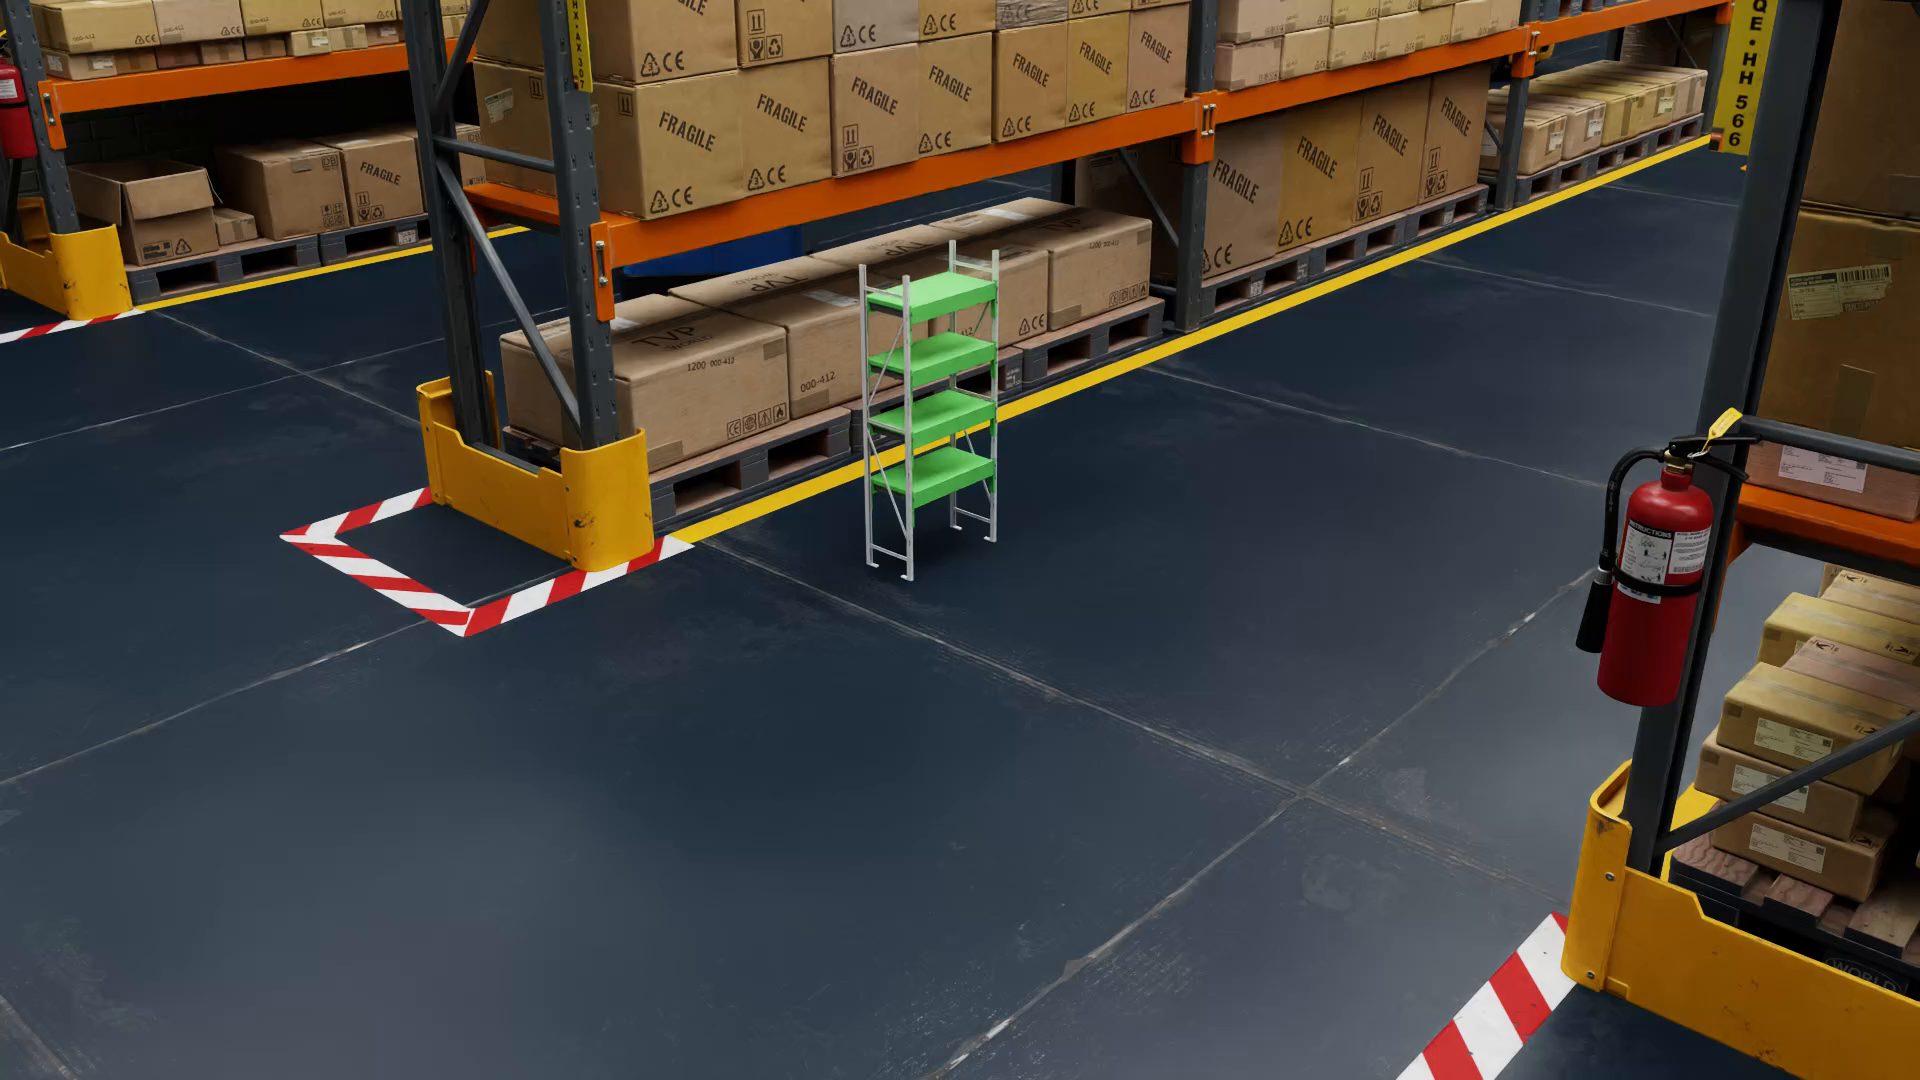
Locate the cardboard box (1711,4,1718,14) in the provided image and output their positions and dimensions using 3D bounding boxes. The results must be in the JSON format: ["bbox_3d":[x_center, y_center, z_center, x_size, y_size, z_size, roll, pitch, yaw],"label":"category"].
[{"bbox_3d":[6.999,-4.809,14.948,0.380,0.149,0.250,21,31,38],"label":"cardboard box"}]

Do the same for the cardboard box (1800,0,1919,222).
[{"bbox_3d":[2.141,-0.974,3.549,0.500,0.500,0.500,19,31,36],"label":"cardboard box"}]

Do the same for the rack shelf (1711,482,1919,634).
[{"bbox_3d":[3.356,-0.410,4.878,1.077,0.370,4.000,20,31,38],"label":"rack shelf"}]

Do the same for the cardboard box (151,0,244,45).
[{"bbox_3d":[-4.592,-3.090,9.795,0.500,0.250,0.500,21,31,38],"label":"cardboard box"}]

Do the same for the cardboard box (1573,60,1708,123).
[{"bbox_3d":[5.928,-3.938,14.566,0.950,0.372,0.625,21,31,38],"label":"cardboard box"}]

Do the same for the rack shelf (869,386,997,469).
[{"bbox_3d":[-0.110,-0.439,6.418,0.258,0.148,0.480,20,31,38],"label":"rack shelf"}]

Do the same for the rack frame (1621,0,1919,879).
[{"bbox_3d":[2.021,-0.129,3.372,1.000,3.000,0.127,20,31,38],"label":"rack frame"}]

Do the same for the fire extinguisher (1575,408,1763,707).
[{"bbox_3d":[1.509,0.027,3.574,0.296,0.674,0.183,20,31,38],"label":"fire extinguisher"}]

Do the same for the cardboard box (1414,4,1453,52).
[{"bbox_3d":[2.785,-3.285,10.594,0.500,0.250,0.500,20,31,37],"label":"cardboard box"}]

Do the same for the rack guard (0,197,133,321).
[{"bbox_3d":[-5.381,-1.687,9.901,1.175,0.500,0.348,20,31,38],"label":"rack guard"}]

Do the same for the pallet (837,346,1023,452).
[{"bbox_3d":[-0.443,-0.813,8.305,1.003,0.211,1.213,20,31,38],"label":"pallet"}]

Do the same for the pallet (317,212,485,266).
[{"bbox_3d":[-4.035,-2.168,11.328,1.003,0.211,1.213,20,31,38],"label":"pallet"}]

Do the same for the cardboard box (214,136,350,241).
[{"bbox_3d":[-4.353,-2.266,10.679,0.700,0.500,0.500,22,32,40],"label":"cardboard box"}]

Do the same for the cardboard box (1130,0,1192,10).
[{"bbox_3d":[0.828,-2.952,8.322,0.500,0.500,0.500,20,31,37],"label":"cardboard box"}]

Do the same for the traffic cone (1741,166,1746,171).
[{"bbox_3d":[6.491,-3.189,13.296,0.336,0.463,0.334,20,31,38],"label":"traffic cone"}]

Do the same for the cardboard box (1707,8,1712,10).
[{"bbox_3d":[7.220,-4.658,15.403,0.500,0.500,0.500,22,32,40],"label":"cardboard box"}]

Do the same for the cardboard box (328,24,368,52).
[{"bbox_3d":[-3.950,-3.180,10.482,0.380,0.149,0.250,21,32,39],"label":"cardboard box"}]

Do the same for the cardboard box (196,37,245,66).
[{"bbox_3d":[-4.509,-2.955,9.981,0.380,0.149,0.250,21,32,39],"label":"cardboard box"}]

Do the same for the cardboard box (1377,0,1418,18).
[{"bbox_3d":[2.460,-3.353,10.135,0.500,0.250,0.500,19,30,36],"label":"cardboard box"}]

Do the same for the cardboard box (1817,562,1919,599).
[{"bbox_3d":[2.832,0.145,5.005,0.380,0.149,0.250,22,32,39],"label":"cardboard box"}]

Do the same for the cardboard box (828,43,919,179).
[{"bbox_3d":[-0.529,-1.875,7.144,0.500,0.500,0.500,20,31,37],"label":"cardboard box"}]

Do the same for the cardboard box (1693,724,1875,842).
[{"bbox_3d":[2.161,0.605,4.341,0.380,0.149,0.250,19,30,36],"label":"cardboard box"}]

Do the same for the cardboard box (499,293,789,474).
[{"bbox_3d":[-1.367,-0.701,7.266,0.875,0.438,0.875,19,30,36],"label":"cardboard box"}]

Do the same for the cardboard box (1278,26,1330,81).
[{"bbox_3d":[1.771,-2.820,9.558,0.500,0.250,0.500,19,31,36],"label":"cardboard box"}]

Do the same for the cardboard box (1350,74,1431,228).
[{"bbox_3d":[2.485,-2.651,11.081,0.875,0.875,0.875,21,31,38],"label":"cardboard box"}]

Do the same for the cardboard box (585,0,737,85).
[{"bbox_3d":[-1.200,-2.021,6.246,0.500,0.500,0.500,19,31,36],"label":"cardboard box"}]

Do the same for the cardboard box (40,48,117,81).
[{"bbox_3d":[-5.008,-2.715,9.446,0.380,0.149,0.250,20,31,37],"label":"cardboard box"}]

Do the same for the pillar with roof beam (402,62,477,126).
[{"bbox_3d":[-0.692,-5.619,8.283,9.100,9.000,0.400,20,31,38],"label":"pillar with roof beam"}]

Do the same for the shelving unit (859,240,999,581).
[{"bbox_3d":[-0.110,-0.497,6.392,0.258,1.200,0.503,20,31,38],"label":"shelving unit"}]

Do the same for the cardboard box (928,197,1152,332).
[{"bbox_3d":[0.438,-1.529,9.113,0.875,0.438,0.875,20,31,37],"label":"cardboard box"}]

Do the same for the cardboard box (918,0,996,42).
[{"bbox_3d":[-0.191,-2.491,7.295,0.500,0.500,0.500,20,31,38],"label":"cardboard box"}]

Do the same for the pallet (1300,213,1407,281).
[{"bbox_3d":[2.210,-2.026,11.010,1.003,0.211,1.213,20,31,38],"label":"pallet"}]

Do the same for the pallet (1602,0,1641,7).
[{"bbox_3d":[4.897,-4.414,13.163,1.003,0.211,1.213,20,31,38],"label":"pallet"}]

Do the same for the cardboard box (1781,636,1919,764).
[{"bbox_3d":[2.396,0.417,4.398,0.380,0.149,0.250,21,32,38],"label":"cardboard box"}]

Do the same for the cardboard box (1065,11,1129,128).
[{"bbox_3d":[0.479,-2.345,8.192,0.500,0.500,0.500,19,31,36],"label":"cardboard box"}]

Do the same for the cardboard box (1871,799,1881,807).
[{"bbox_3d":[2.313,0.657,4.591,0.380,0.149,0.250,21,32,39],"label":"cardboard box"}]

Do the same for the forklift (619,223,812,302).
[{"bbox_3d":[-1.551,-3.158,10.210,1.130,2.935,3.031,-3,24,-6],"label":"forklift"}]

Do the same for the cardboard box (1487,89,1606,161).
[{"bbox_3d":[4.478,-3.277,13.090,0.950,0.372,0.625,19,31,37],"label":"cardboard box"}]

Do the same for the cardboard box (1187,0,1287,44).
[{"bbox_3d":[1.441,-2.886,9.092,0.500,0.250,0.500,19,30,36],"label":"cardboard box"}]

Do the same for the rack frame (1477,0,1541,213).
[{"bbox_3d":[3.607,-3.888,11.754,1.000,3.000,0.127,20,31,38],"label":"rack frame"}]

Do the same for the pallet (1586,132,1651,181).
[{"bbox_3d":[4.944,-3.223,13.680,1.003,0.211,1.213,20,31,38],"label":"pallet"}]

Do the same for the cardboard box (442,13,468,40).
[{"bbox_3d":[-3.445,-3.413,11.003,0.380,0.149,0.250,20,31,37],"label":"cardboard box"}]

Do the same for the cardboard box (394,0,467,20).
[{"bbox_3d":[-3.586,-3.564,10.851,0.500,0.250,0.500,20,31,37],"label":"cardboard box"}]

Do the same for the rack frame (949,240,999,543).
[{"bbox_3d":[0.052,-0.571,6.558,0.240,1.200,0.015,20,31,38],"label":"rack frame"}]

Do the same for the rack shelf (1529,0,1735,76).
[{"bbox_3d":[4.941,-4.169,13.260,1.077,0.370,4.000,20,31,38],"label":"rack shelf"}]
